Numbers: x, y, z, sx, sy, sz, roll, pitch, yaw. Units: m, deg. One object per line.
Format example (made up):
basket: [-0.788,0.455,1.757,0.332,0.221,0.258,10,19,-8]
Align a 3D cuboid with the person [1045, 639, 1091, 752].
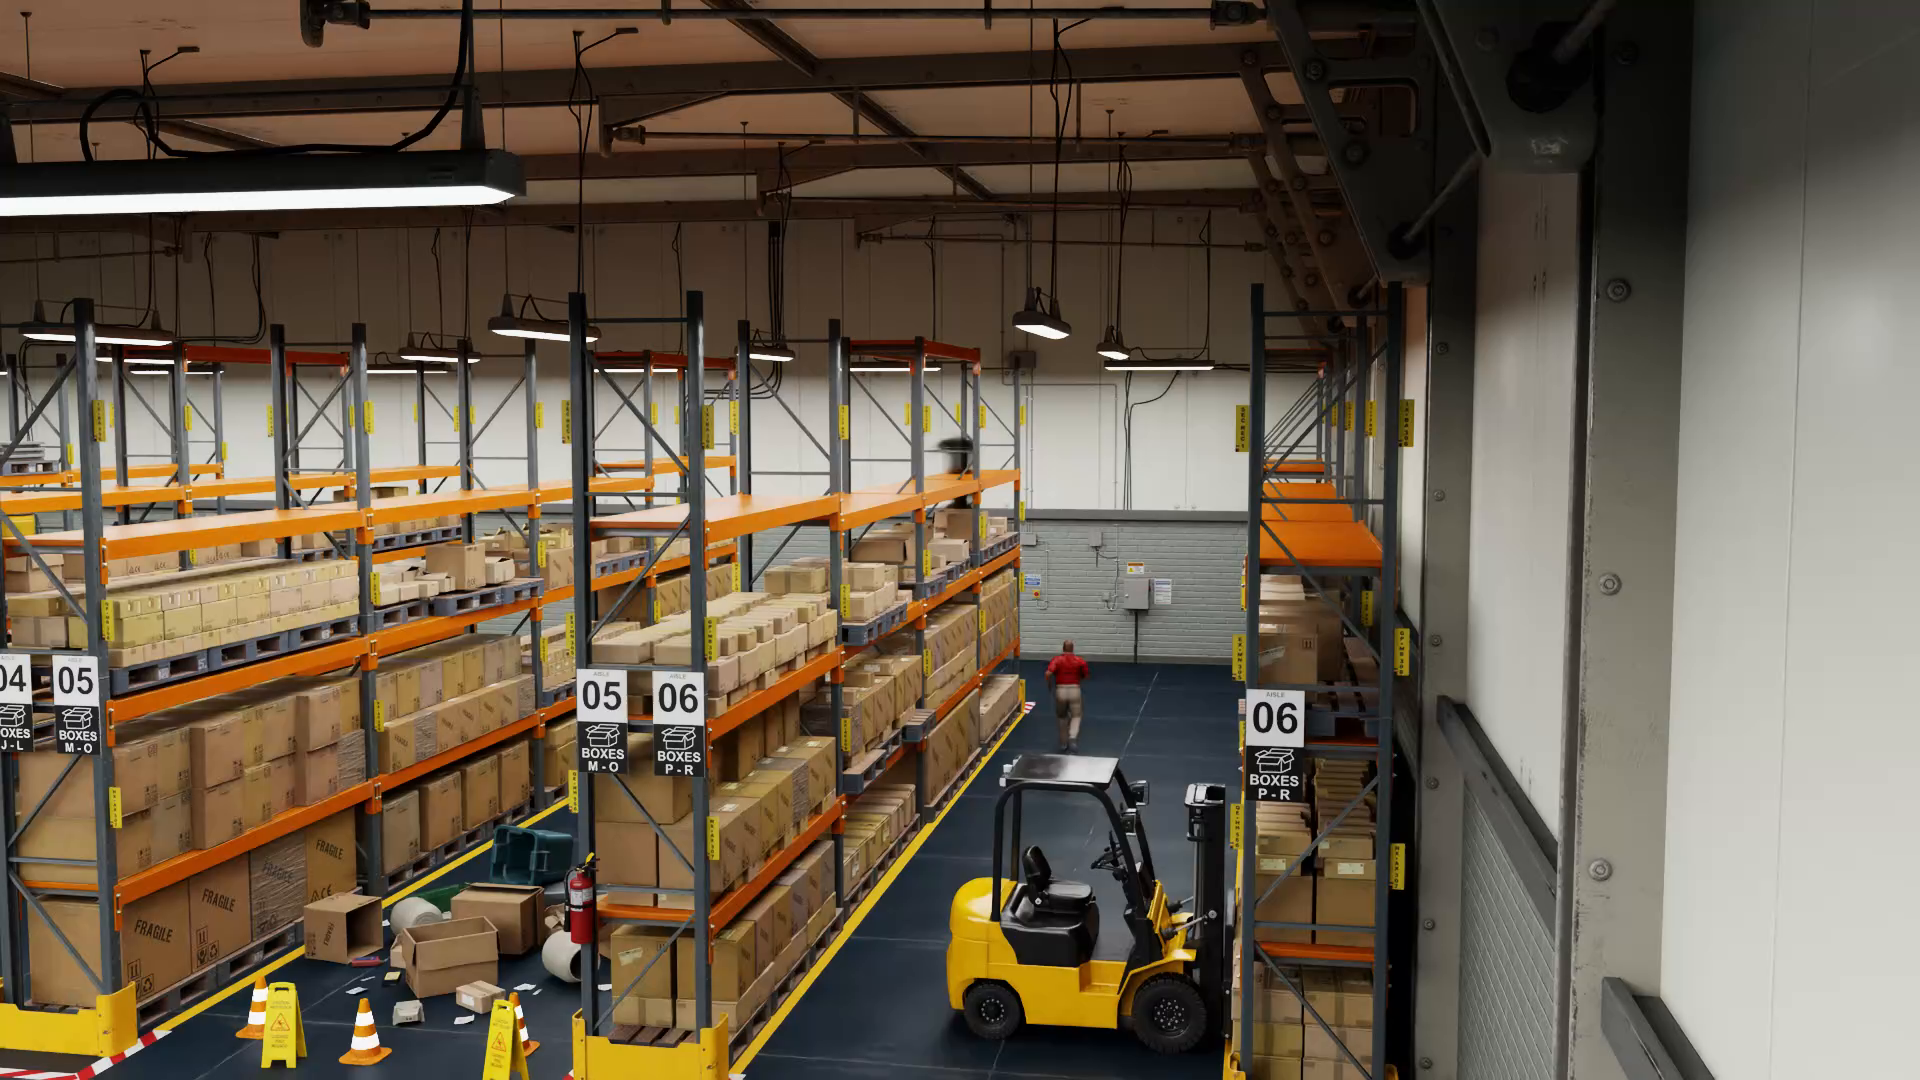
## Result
person: [1.606,2.317,24.749,0.669,1.691,0.926,1,5,6]
